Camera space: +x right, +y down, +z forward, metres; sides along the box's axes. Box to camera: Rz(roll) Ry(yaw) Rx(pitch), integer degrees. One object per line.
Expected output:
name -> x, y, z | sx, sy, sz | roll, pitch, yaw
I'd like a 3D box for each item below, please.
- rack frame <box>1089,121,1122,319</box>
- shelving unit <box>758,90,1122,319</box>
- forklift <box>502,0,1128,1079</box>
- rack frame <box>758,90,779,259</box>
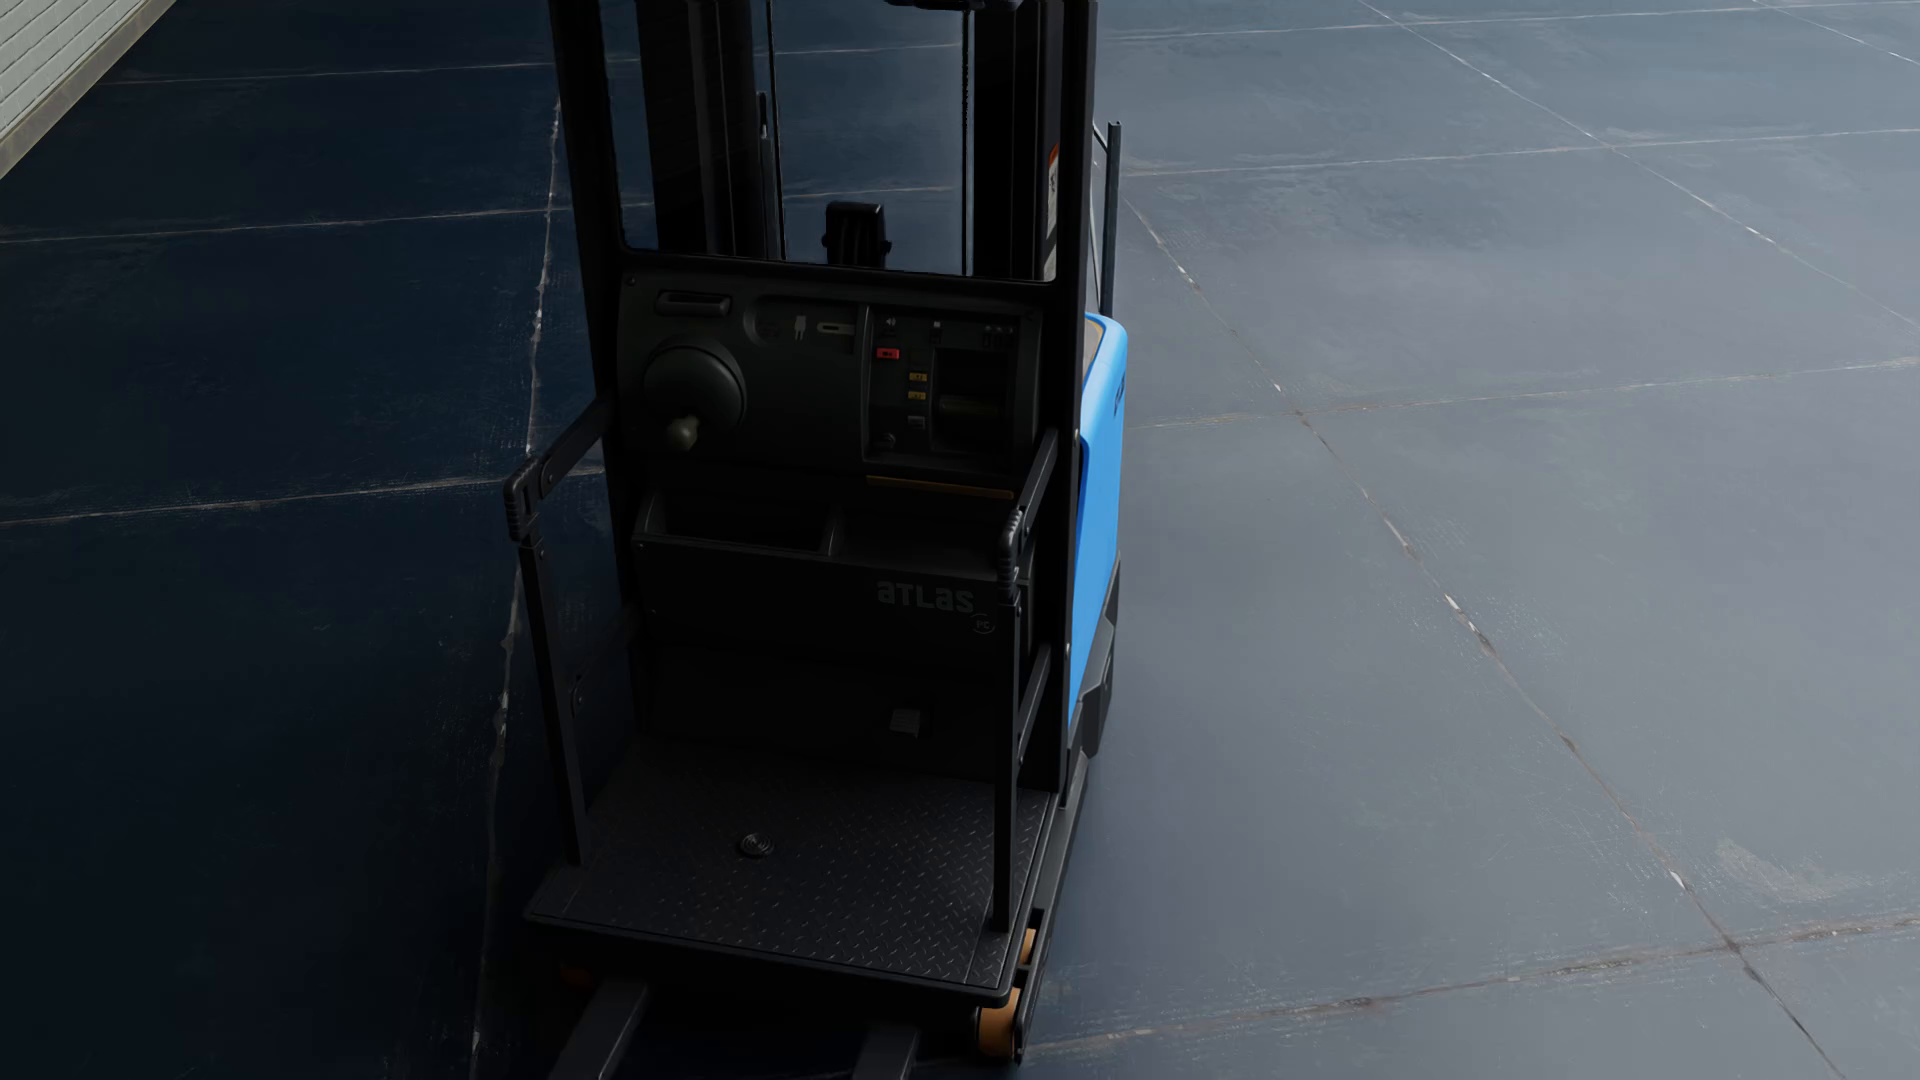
rack frame -> 0.425, -0.689, 5.442 | 0.032, 1.500, 0.500 | -4, 31, -6
shelving unit -> -0.070, -0.657, 5.387 | 1.083, 1.500, 0.587 | -4, 31, -6
forklift -> -0.332, -0.303, 3.374 | 1.130, 2.935, 3.031 | 6, 31, 11
rack frame -> -0.583, -0.624, 5.331 | 0.032, 1.500, 0.500 | -4, 31, -6
